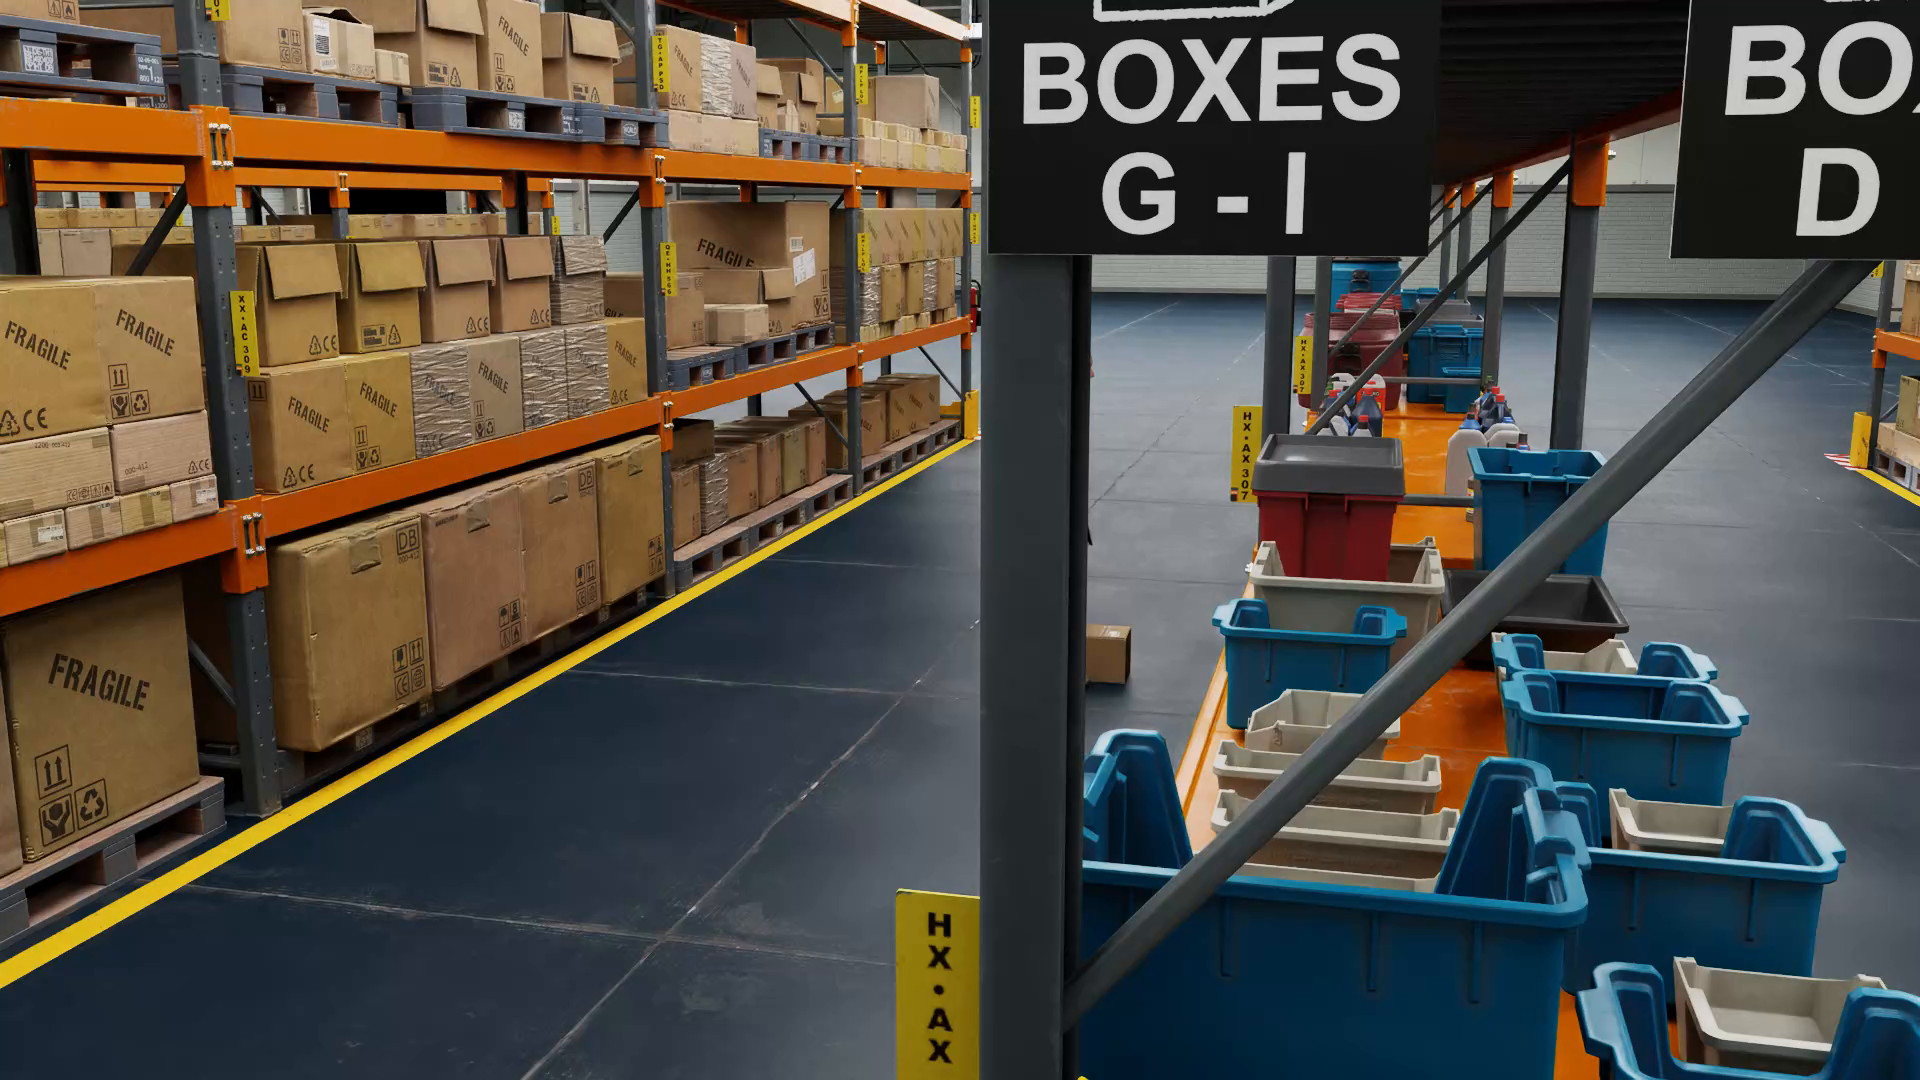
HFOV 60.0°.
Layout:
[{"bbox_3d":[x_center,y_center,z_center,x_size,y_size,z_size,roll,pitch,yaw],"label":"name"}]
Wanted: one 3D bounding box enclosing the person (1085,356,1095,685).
[{"bbox_3d":[0.531,-0.156,8.766,0.422,1.774,0.653,2,11,11],"label":"person"}]
